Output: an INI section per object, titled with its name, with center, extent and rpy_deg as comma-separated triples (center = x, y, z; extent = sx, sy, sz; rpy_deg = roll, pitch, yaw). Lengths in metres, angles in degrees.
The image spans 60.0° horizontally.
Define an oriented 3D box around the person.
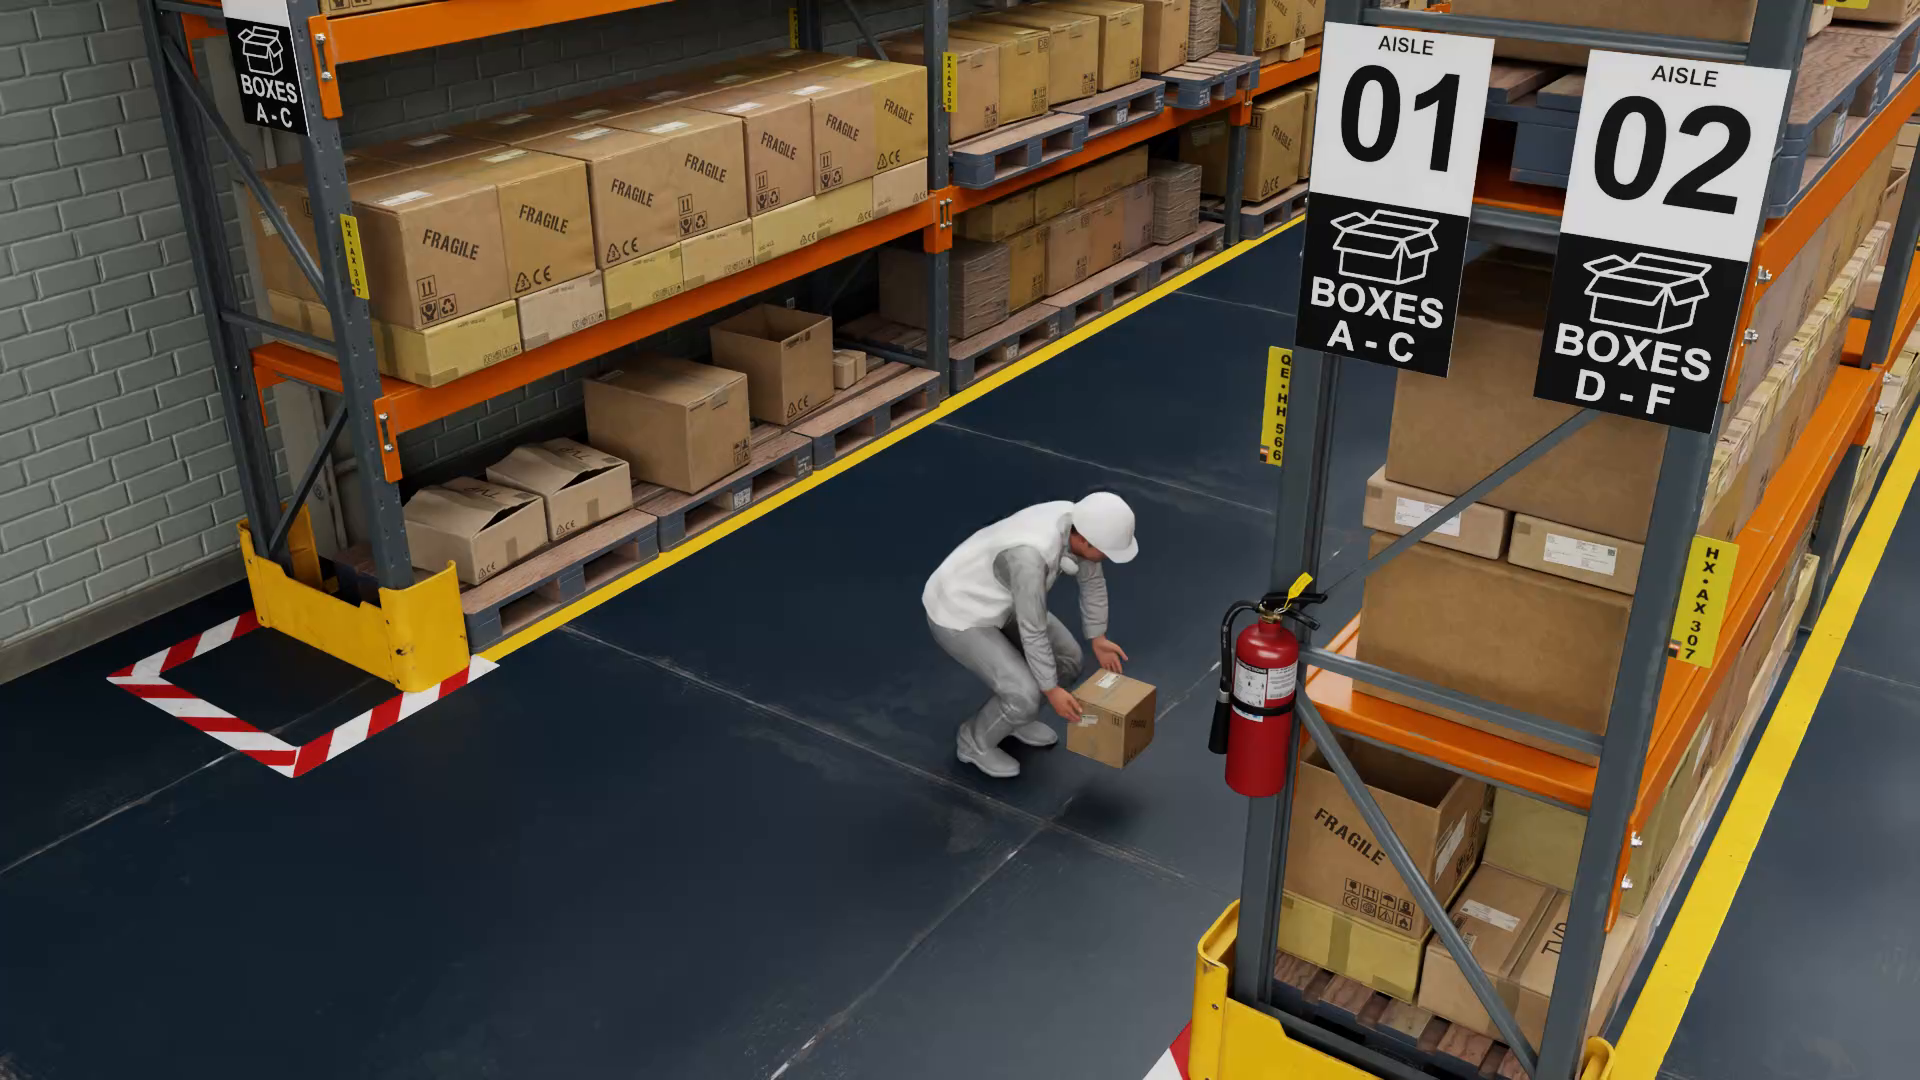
[person]
center = 0.285, 0.313, 6.553
extent = 0.837, 1.249, 0.579
rpy_deg = 17, 31, 30
